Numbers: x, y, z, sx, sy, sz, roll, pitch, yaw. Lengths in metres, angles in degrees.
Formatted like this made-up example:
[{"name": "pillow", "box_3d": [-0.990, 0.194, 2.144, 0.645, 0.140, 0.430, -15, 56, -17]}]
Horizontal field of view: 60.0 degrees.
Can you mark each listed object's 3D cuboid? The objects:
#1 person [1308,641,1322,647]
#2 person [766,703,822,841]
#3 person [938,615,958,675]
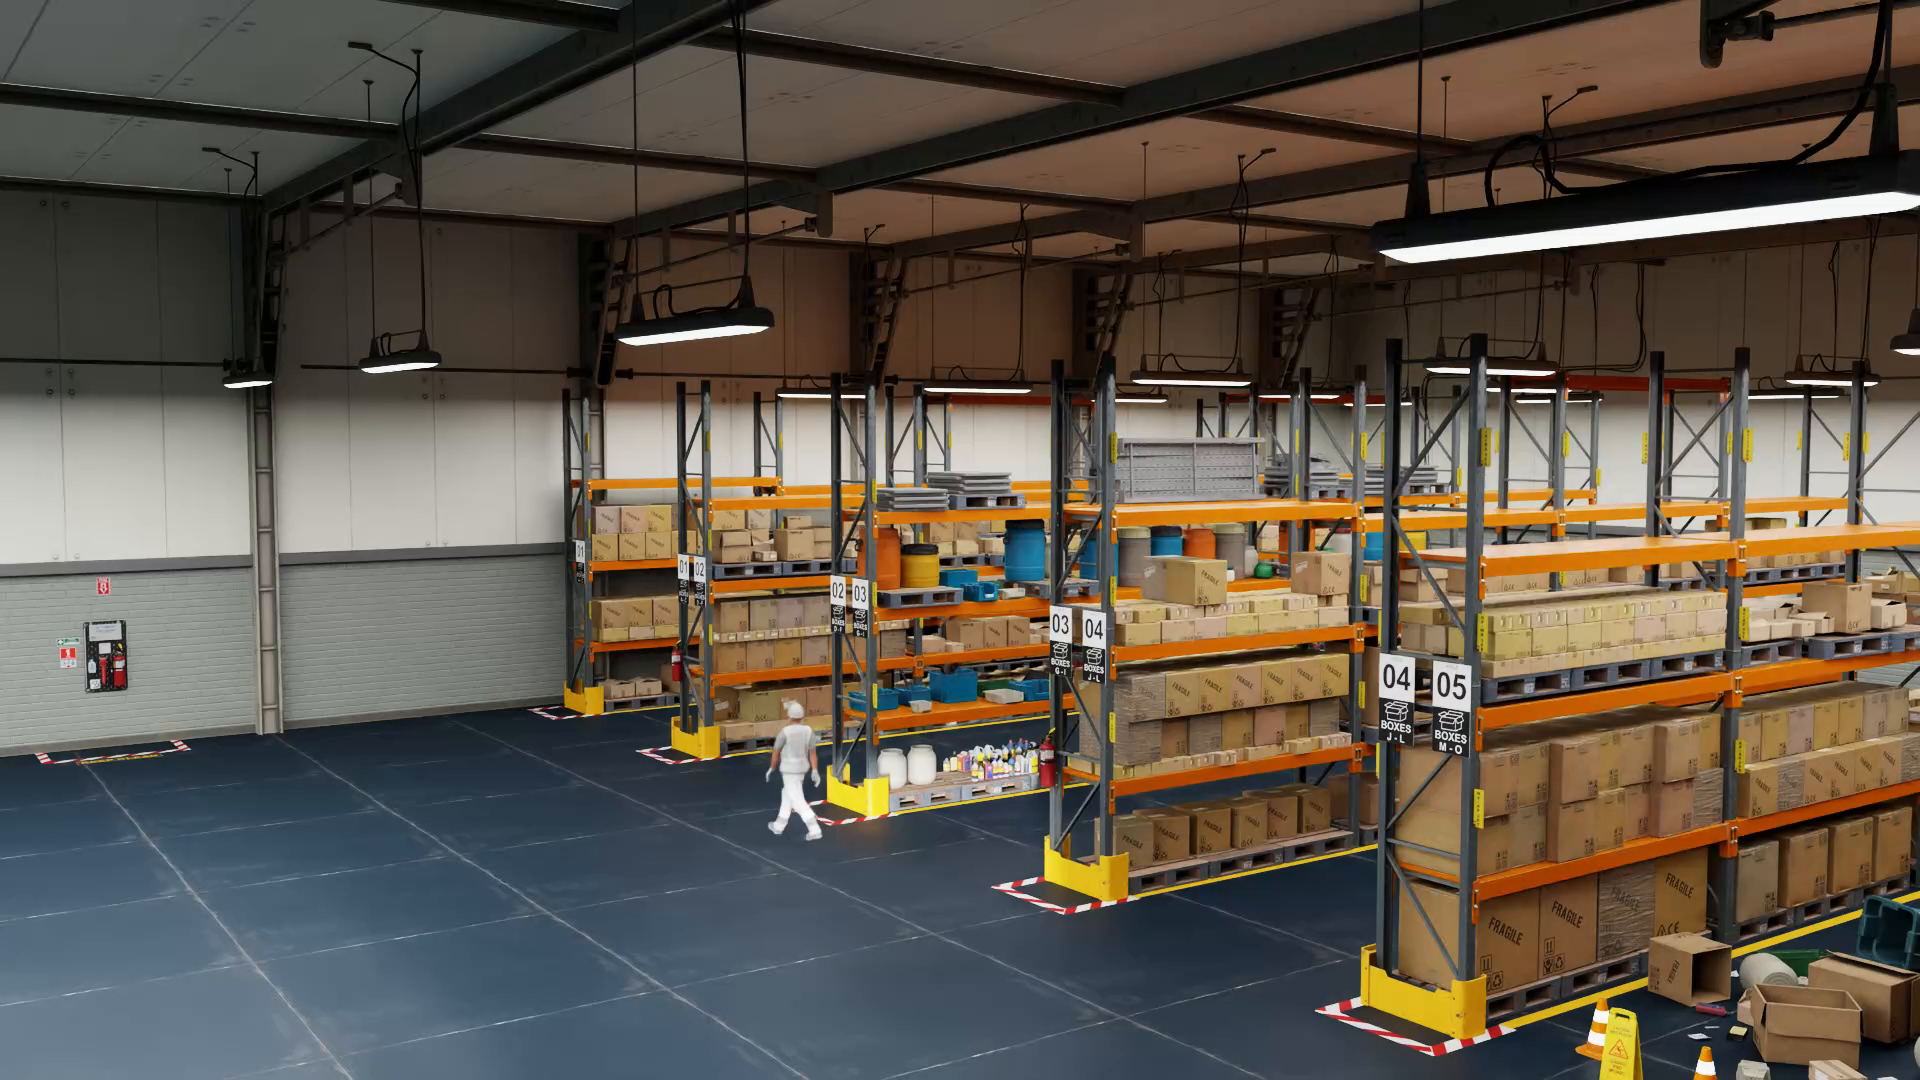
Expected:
[{"name": "person", "box_3d": [6.907, 2.202, 32.070, 0.979, 1.733, 0.576, -2, 4, -29]}, {"name": "person", "box_3d": [-2.133, 2.938, 21.087, 1.061, 1.749, 0.495, 2, 4, 31]}, {"name": "person", "box_3d": [-0.239, 2.191, 33.384, 1.006, 1.672, 0.503, -3, 5, -41]}]
